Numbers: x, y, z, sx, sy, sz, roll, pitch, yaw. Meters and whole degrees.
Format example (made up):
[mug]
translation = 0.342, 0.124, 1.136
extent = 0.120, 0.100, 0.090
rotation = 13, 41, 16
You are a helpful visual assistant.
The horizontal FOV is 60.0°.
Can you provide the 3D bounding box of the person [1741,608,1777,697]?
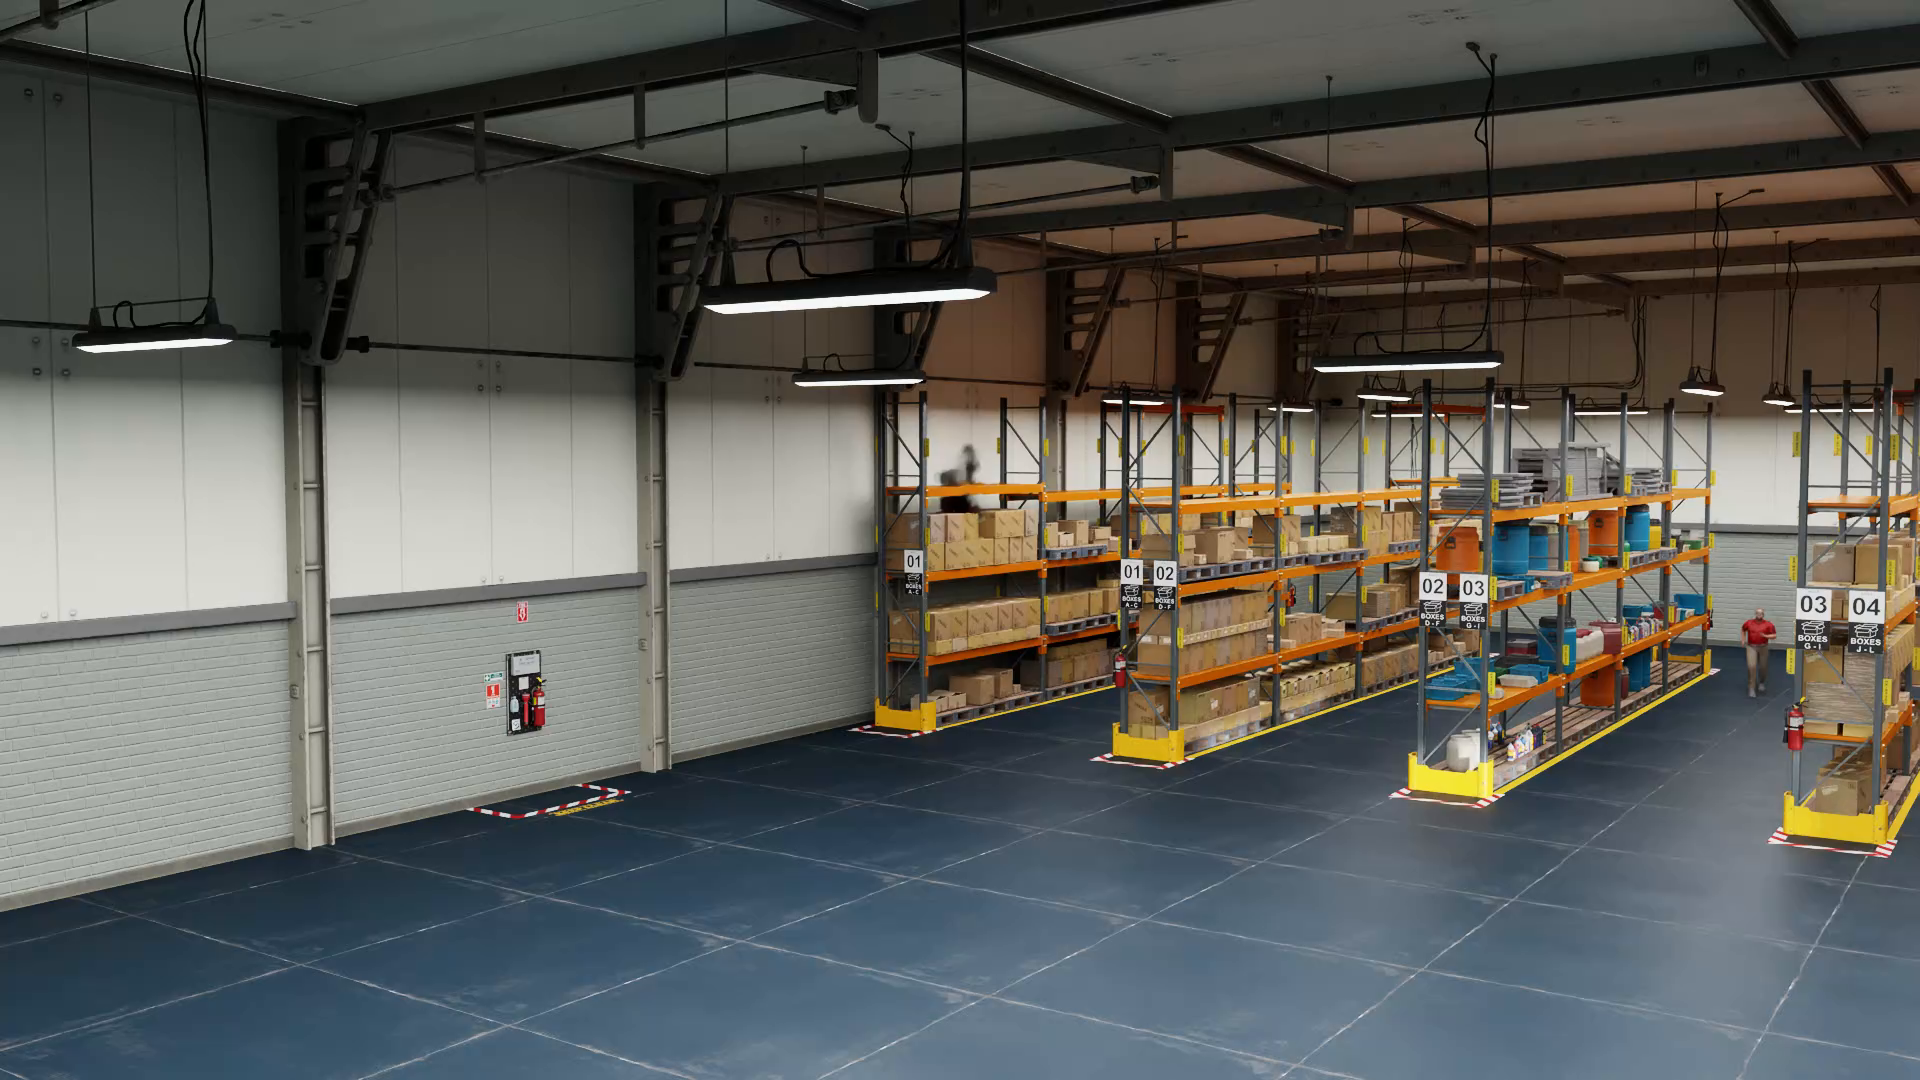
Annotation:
[person]
translation = 16.176, 2.257, 33.699
extent = 0.651, 1.761, 0.915
rotation = 1, 3, 25
